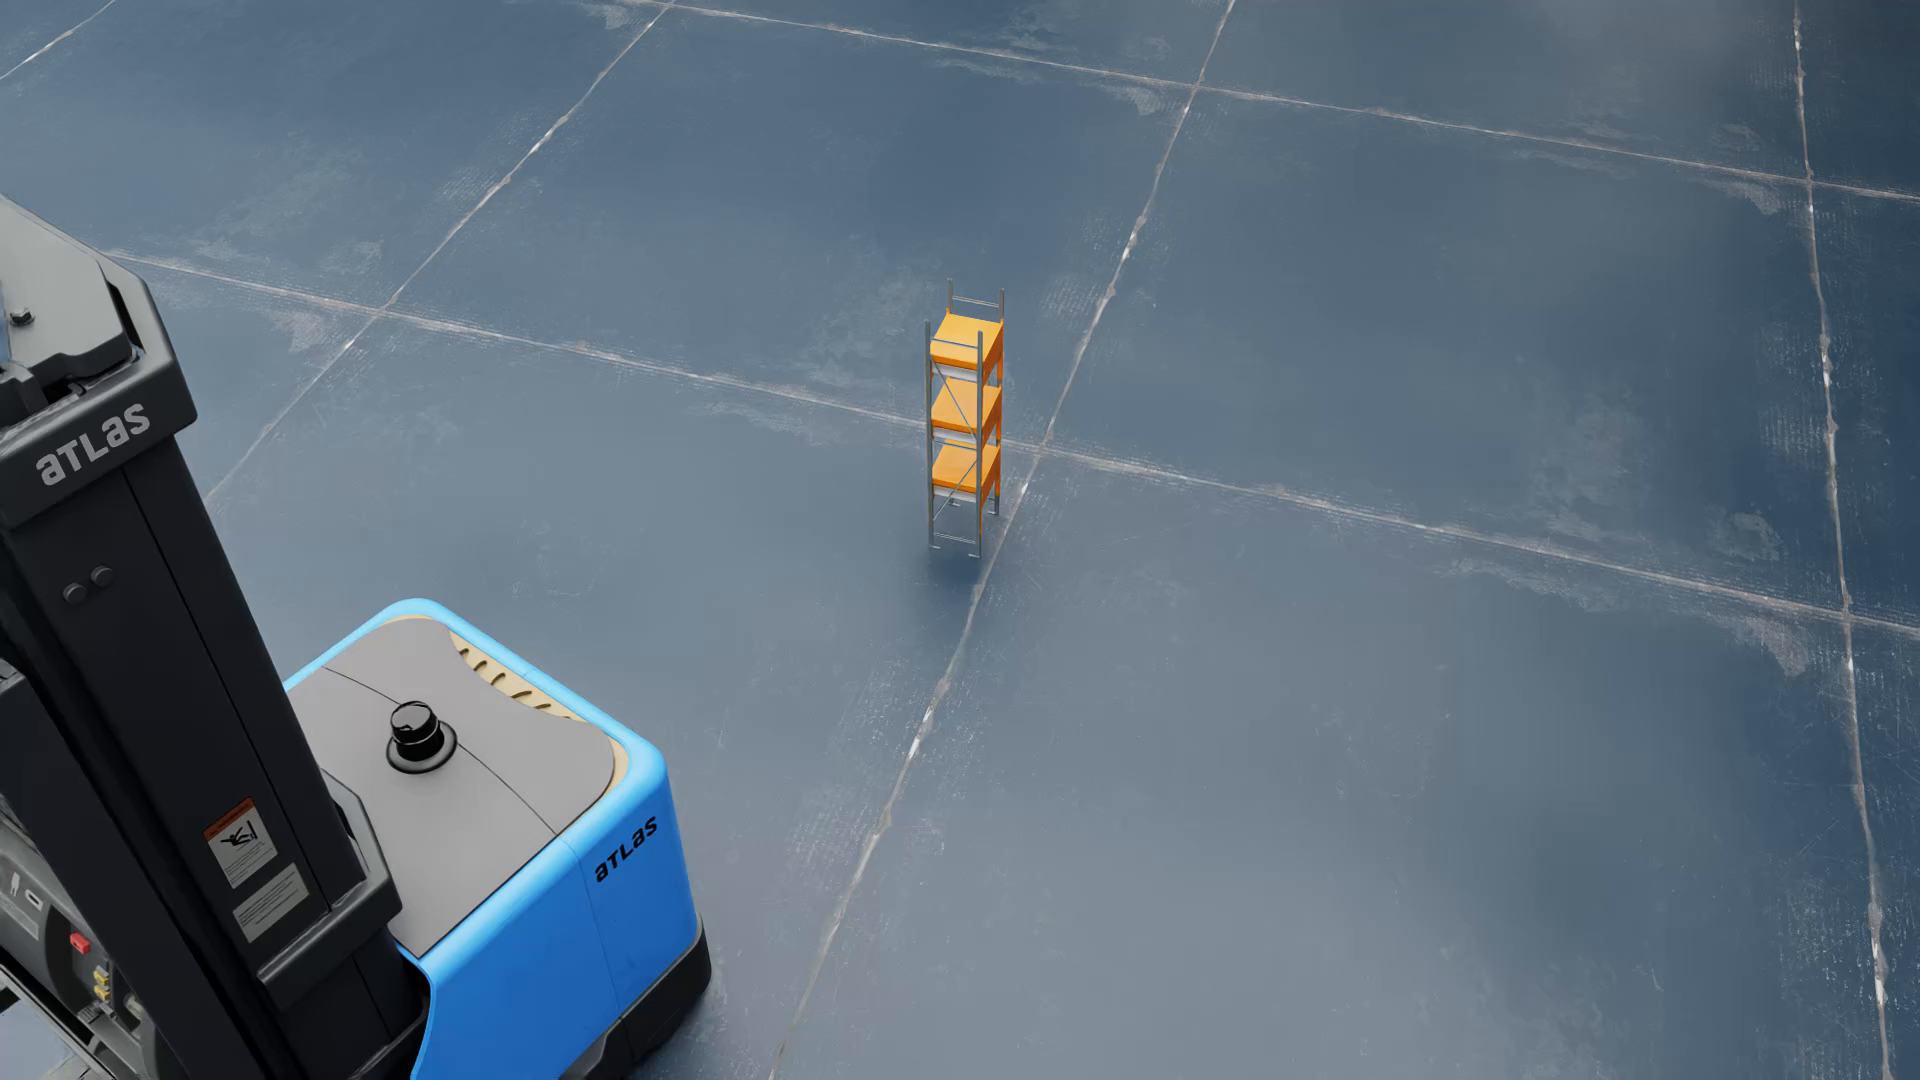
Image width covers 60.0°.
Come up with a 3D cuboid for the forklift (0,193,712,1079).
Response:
[{"bbox_3d":[-2.013,0.881,3.254,1.130,2.935,3.031,28,51,25],"label":"forklift"}]

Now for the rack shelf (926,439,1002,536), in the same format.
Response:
[{"bbox_3d":[0.016,-0.205,6.121,0.215,0.259,0.240,13,46,12],"label":"rack shelf"}]

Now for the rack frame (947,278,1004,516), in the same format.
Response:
[{"bbox_3d":[0.053,-0.492,6.002,0.200,1.050,0.008,13,46,12],"label":"rack frame"}]

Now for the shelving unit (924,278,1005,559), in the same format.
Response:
[{"bbox_3d":[0.016,-0.411,5.919,0.215,1.050,0.252,13,46,12],"label":"shelving unit"}]

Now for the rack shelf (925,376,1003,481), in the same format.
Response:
[{"bbox_3d":[0.016,-0.403,5.927,0.215,0.259,0.240,13,46,12],"label":"rack shelf"}]

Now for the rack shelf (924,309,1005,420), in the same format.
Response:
[{"bbox_3d":[0.016,-0.606,5.728,0.215,0.259,0.240,13,46,12],"label":"rack shelf"}]

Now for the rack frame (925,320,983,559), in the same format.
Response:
[{"bbox_3d":[-0.021,-0.330,5.836,0.200,1.050,0.008,13,46,12],"label":"rack frame"}]
